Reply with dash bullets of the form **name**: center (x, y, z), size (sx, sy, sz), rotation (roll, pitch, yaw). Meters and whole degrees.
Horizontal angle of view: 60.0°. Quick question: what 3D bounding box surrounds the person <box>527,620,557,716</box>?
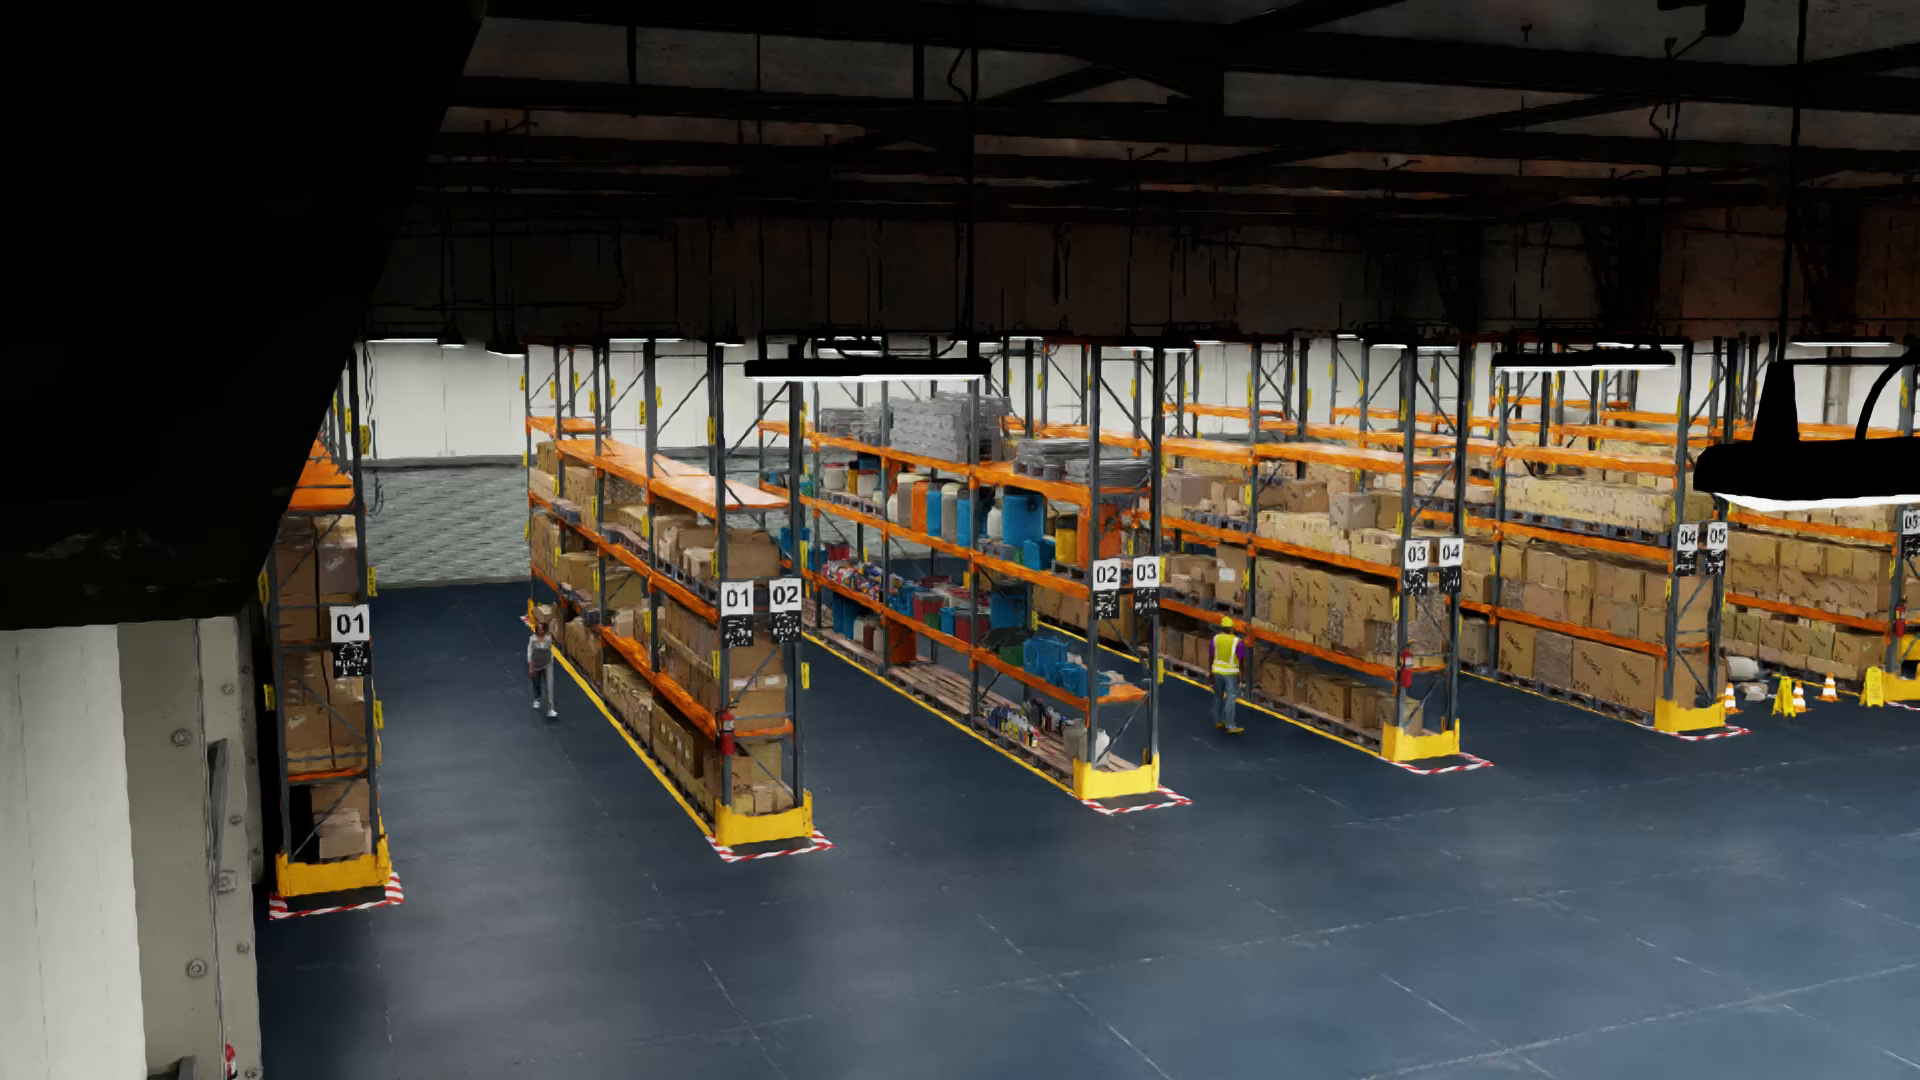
- **person**: center (-6.733, 2.019, 26.707), size (0.418, 1.512, 1.034), rotation (-3, 8, -19)

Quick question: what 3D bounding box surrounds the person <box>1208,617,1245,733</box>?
- **person**: center (4.118, 2.046, 25.567), size (0.632, 1.771, 0.446), rotation (6, 9, 36)
